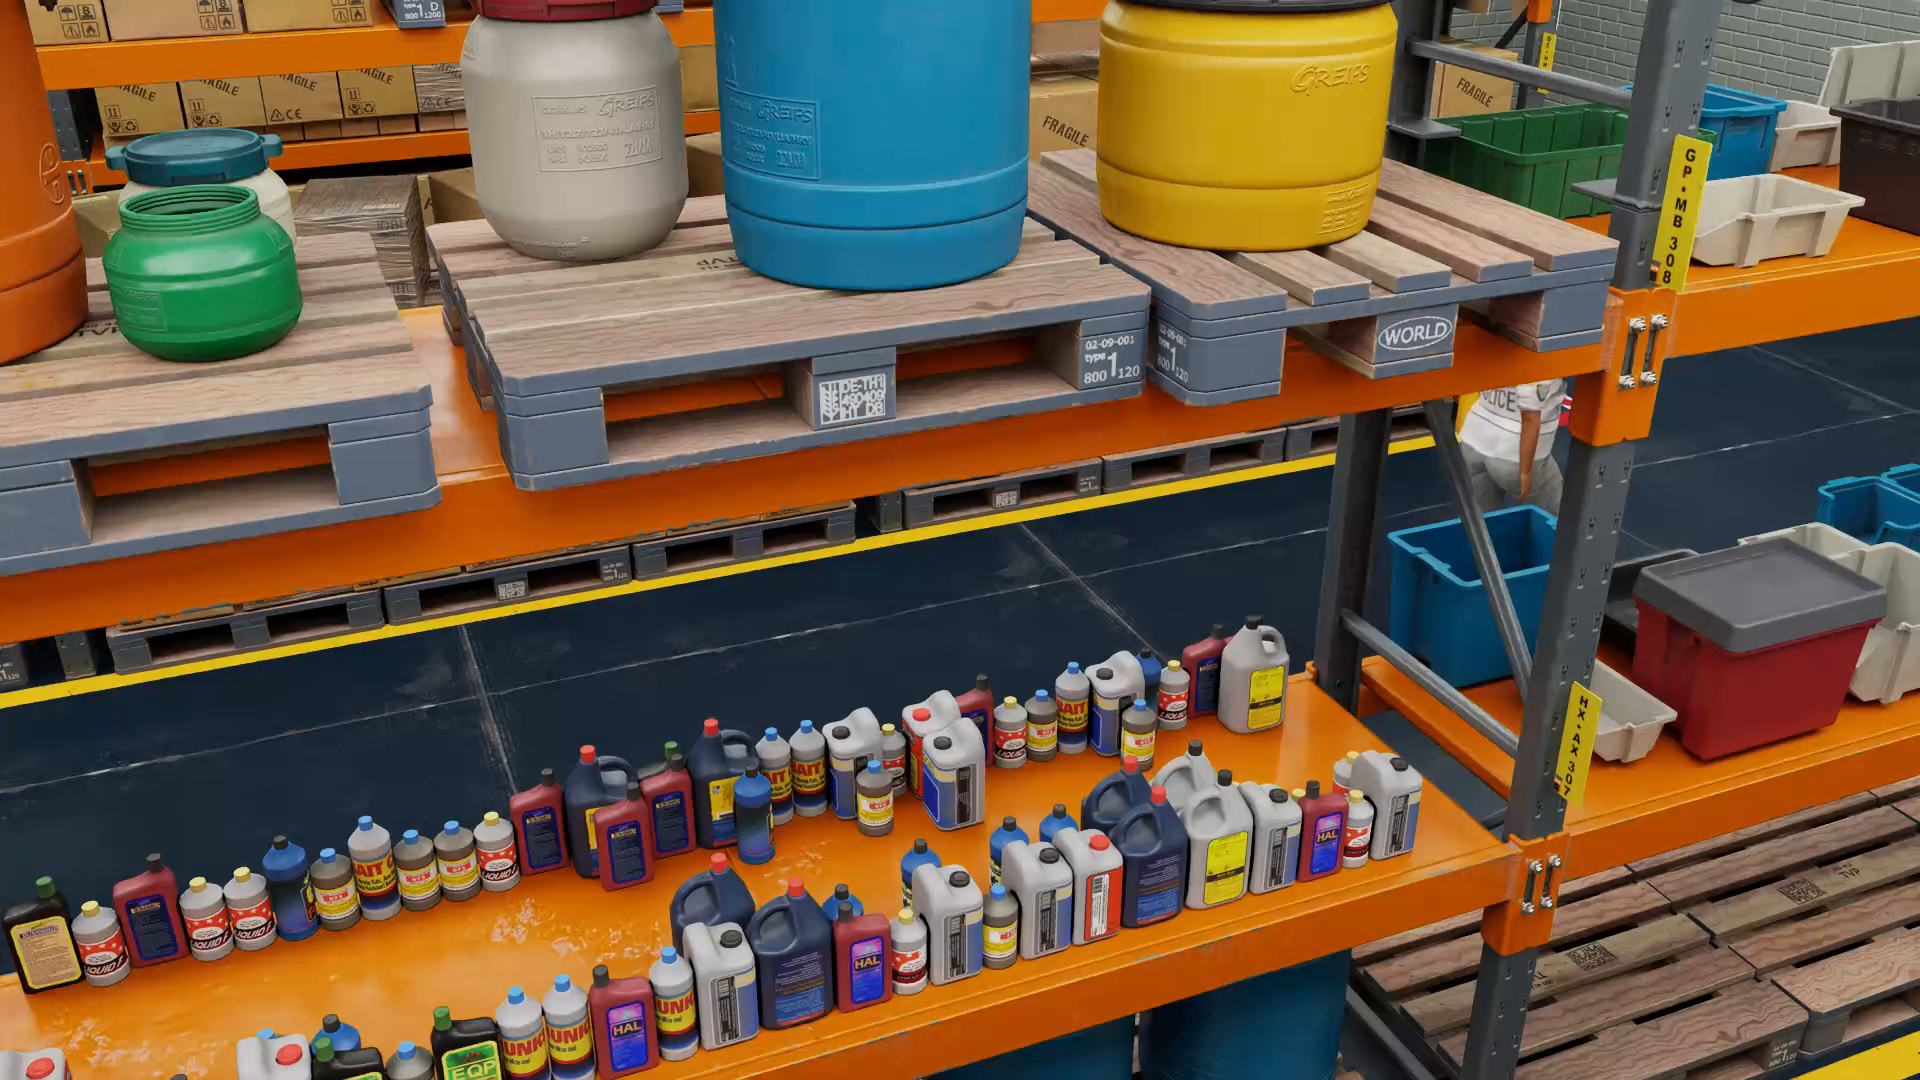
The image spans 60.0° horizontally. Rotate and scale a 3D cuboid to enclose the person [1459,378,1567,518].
[{"bbox_3d":[2.618,-0.393,7.925,0.527,1.712,0.525,-11,28,-21],"label":"person"}]
